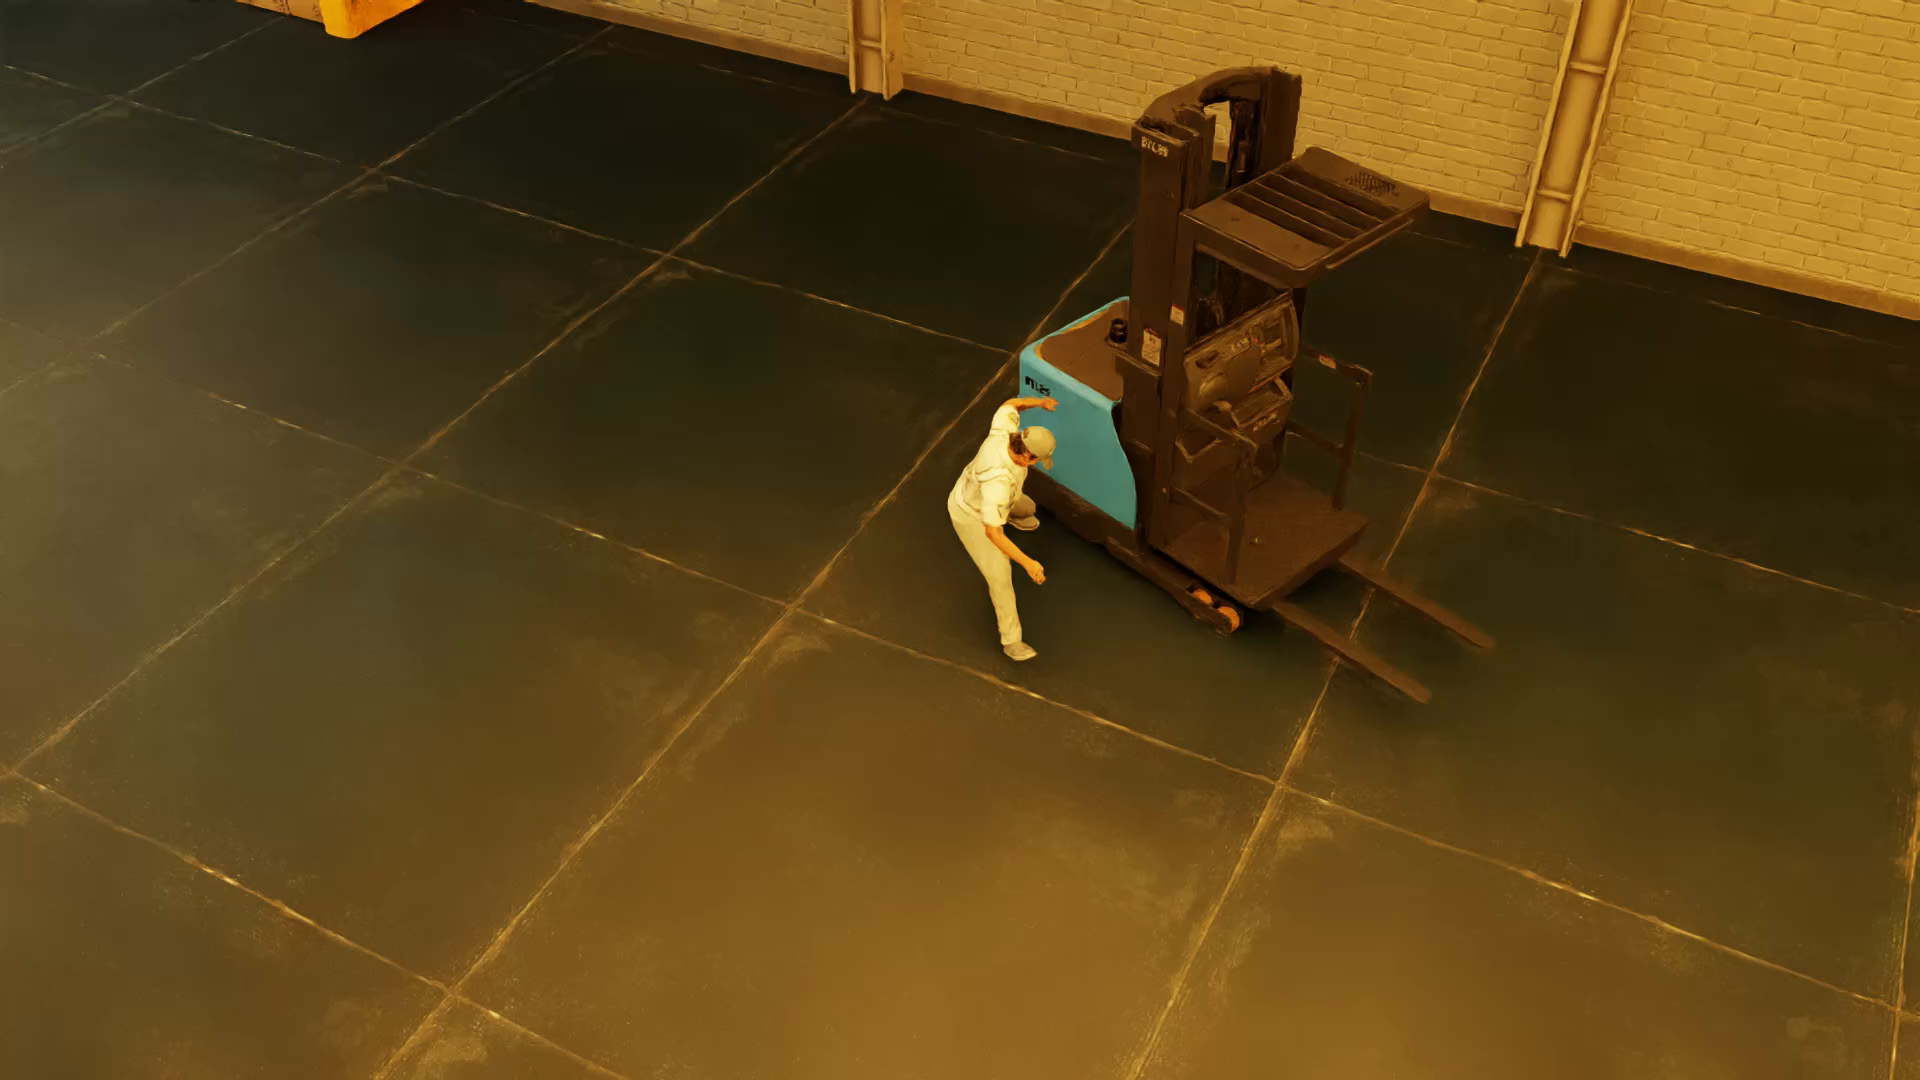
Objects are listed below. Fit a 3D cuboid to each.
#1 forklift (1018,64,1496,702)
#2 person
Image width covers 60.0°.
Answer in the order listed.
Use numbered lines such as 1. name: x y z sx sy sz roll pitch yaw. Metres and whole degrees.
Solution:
1. forklift: 1.708 -0.949 9.114 1.130 2.935 3.031 -31 49 -31
2. person: 0.320 -0.198 9.473 0.741 1.352 1.270 16 43 18
